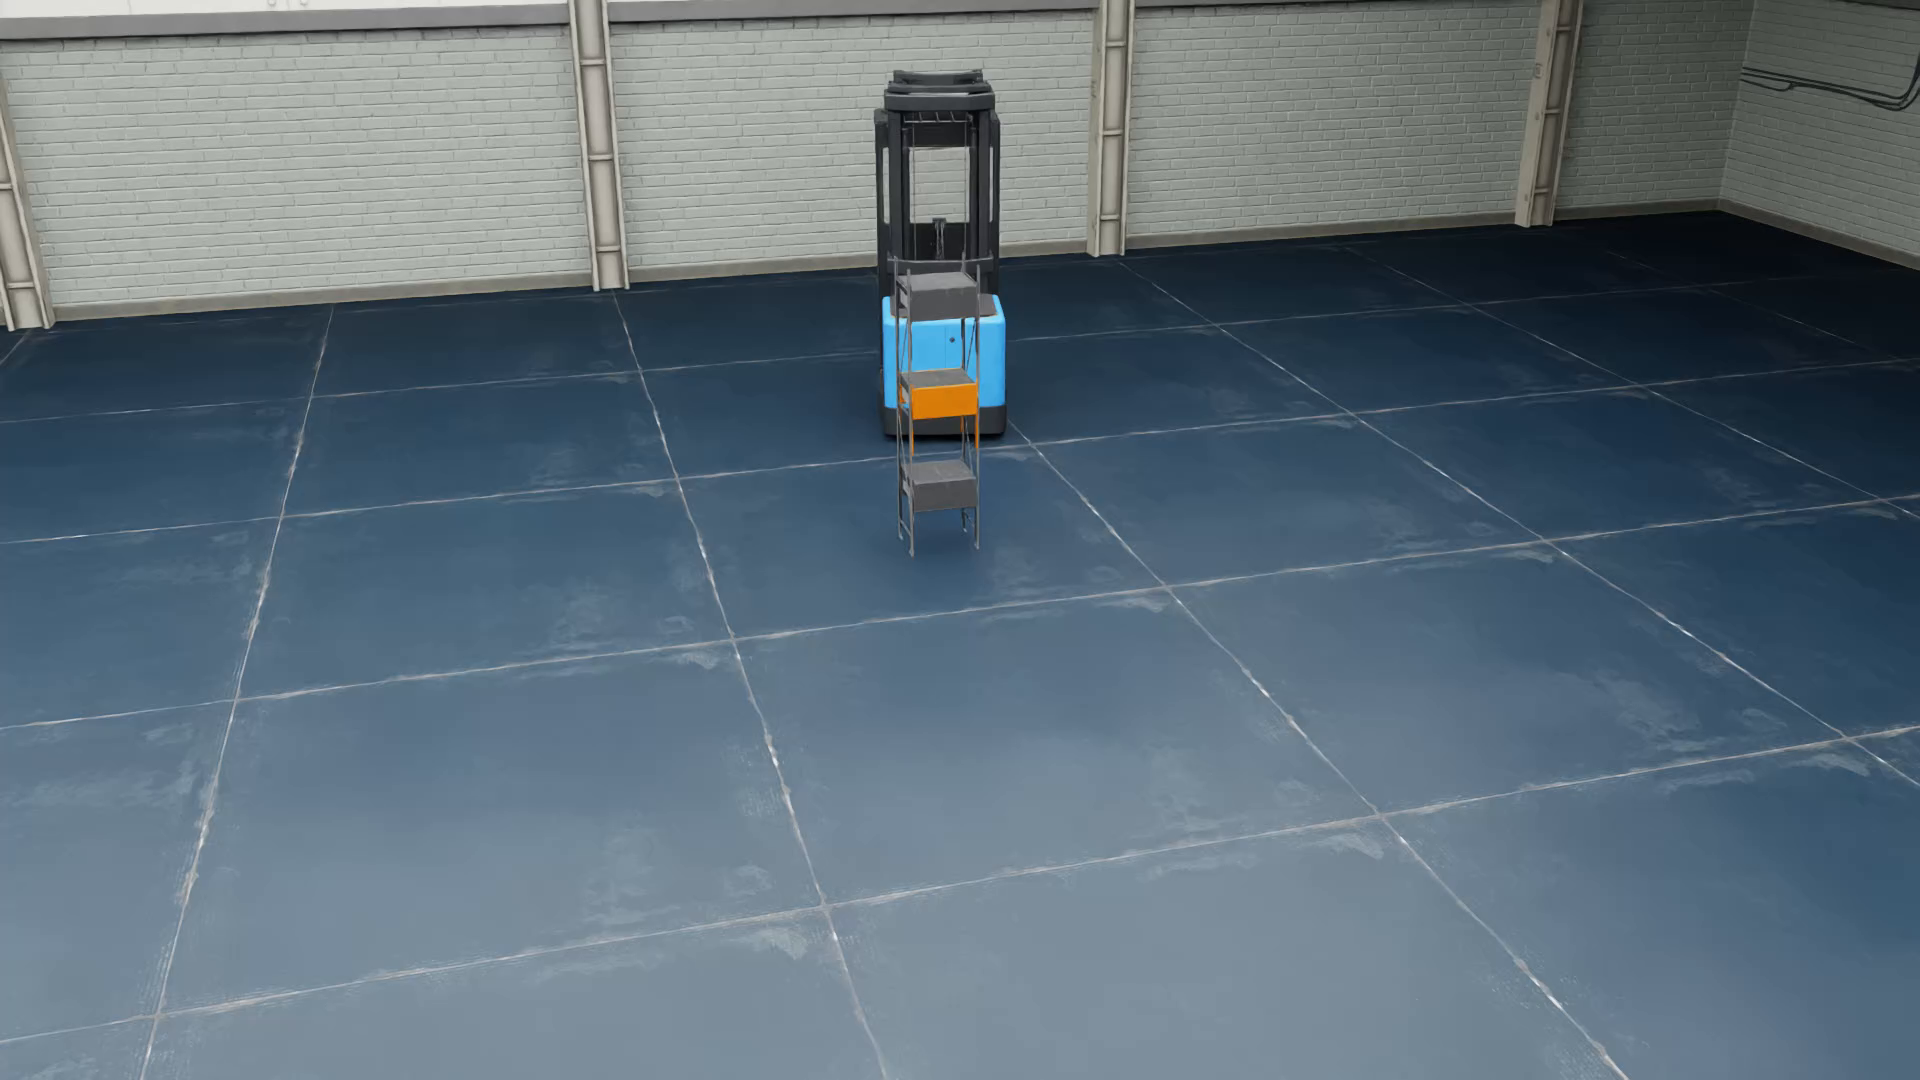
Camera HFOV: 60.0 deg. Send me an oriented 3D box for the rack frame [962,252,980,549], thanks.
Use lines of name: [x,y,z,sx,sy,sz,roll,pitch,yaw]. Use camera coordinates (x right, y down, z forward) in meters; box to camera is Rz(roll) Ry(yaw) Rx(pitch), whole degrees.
rack frame: [0.076,-0.973,11.855,0.015,2.100,0.400,-6,24,-14]

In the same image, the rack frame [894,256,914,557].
rack frame: [-0.394,-0.921,11.734,0.015,2.100,0.400,-6,24,-14]

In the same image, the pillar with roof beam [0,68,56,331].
pillar with roof beam: [-8.600,-4.755,11.921,0.400,9.000,9.100,-6,24,-14]

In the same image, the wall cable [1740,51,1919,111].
wall cable: [10.761,-6.692,20.372,0.112,2.526,3.097,-6,24,-14]

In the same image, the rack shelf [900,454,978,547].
rack shelf: [-0.159,-0.291,12.076,0.480,0.518,0.431,-6,24,-14]

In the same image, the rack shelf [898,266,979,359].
rack shelf: [-0.159,-1.578,11.524,0.480,0.518,0.431,-6,24,-14]

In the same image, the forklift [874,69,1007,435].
forklift: [-0.209,-2.776,15.003,1.130,2.935,3.031,-1,23,-3]

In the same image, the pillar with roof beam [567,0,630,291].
pillar with roof beam: [-2.823,-5.395,13.410,0.400,9.000,9.100,-6,24,-14]

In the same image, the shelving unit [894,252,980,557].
shelving unit: [-0.159,-0.947,11.795,0.503,2.100,0.431,-6,24,-14]

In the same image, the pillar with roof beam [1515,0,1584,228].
pillar with roof beam: [8.731,-6.673,16.389,0.400,9.000,9.100,-6,24,-14]

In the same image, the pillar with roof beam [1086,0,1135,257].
pillar with roof beam: [2.954,-6.034,14.900,0.400,9.000,9.100,-6,24,-14]

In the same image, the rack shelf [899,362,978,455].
rack shelf: [-0.159,-0.935,11.800,0.480,0.518,0.431,-6,24,-14]
